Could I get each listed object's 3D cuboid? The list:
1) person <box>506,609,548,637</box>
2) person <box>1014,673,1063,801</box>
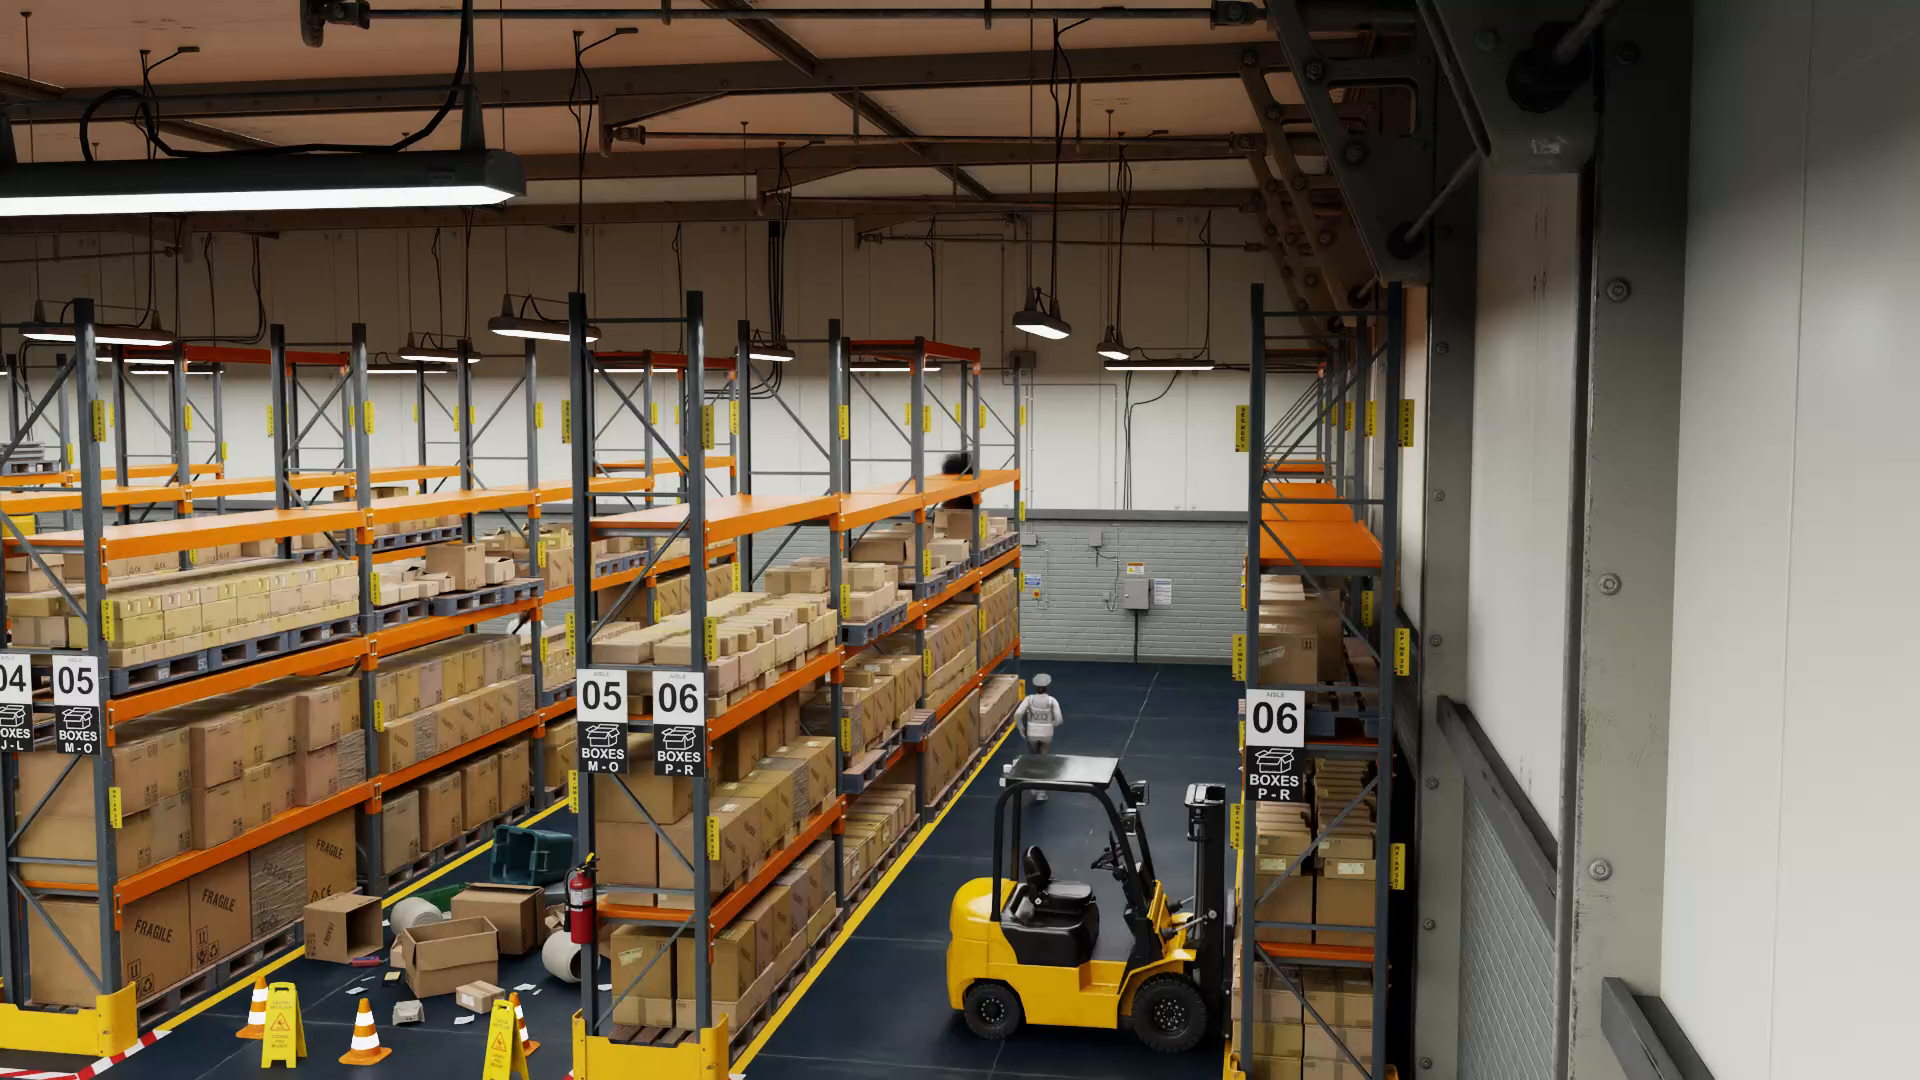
[{"bbox_3d":[-7.512,1.985,28.715,0.672,1.825,0.762,1,5,8],"label":"person"},{"bbox_3d":[1.046,2.571,21.874,0.625,1.658,0.591,1,5,11],"label":"person"}]
